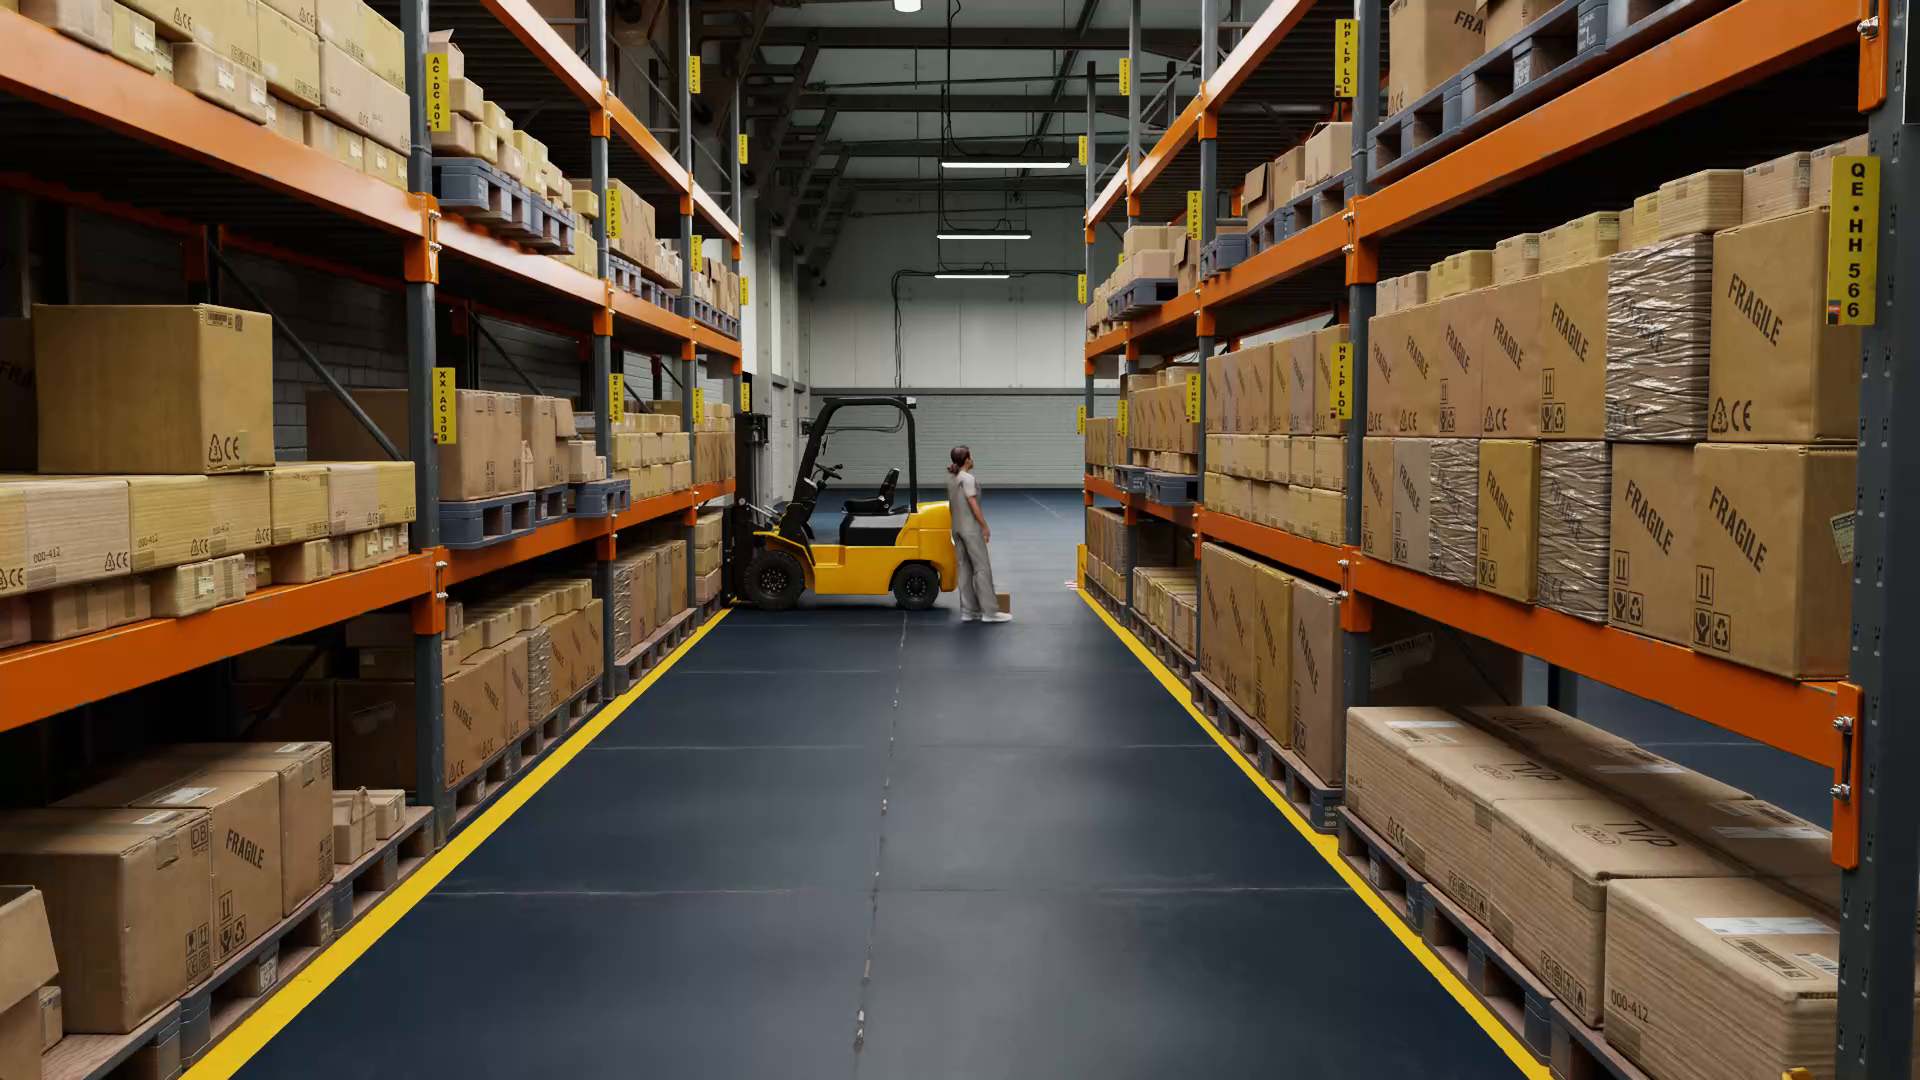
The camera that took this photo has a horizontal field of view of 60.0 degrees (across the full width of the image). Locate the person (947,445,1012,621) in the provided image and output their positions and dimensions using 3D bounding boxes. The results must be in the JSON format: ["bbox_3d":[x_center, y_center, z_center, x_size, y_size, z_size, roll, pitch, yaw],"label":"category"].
[{"bbox_3d":[0.143,-0.070,15.864,0.548,1.674,0.549,-2,4,-30],"label":"person"}]
